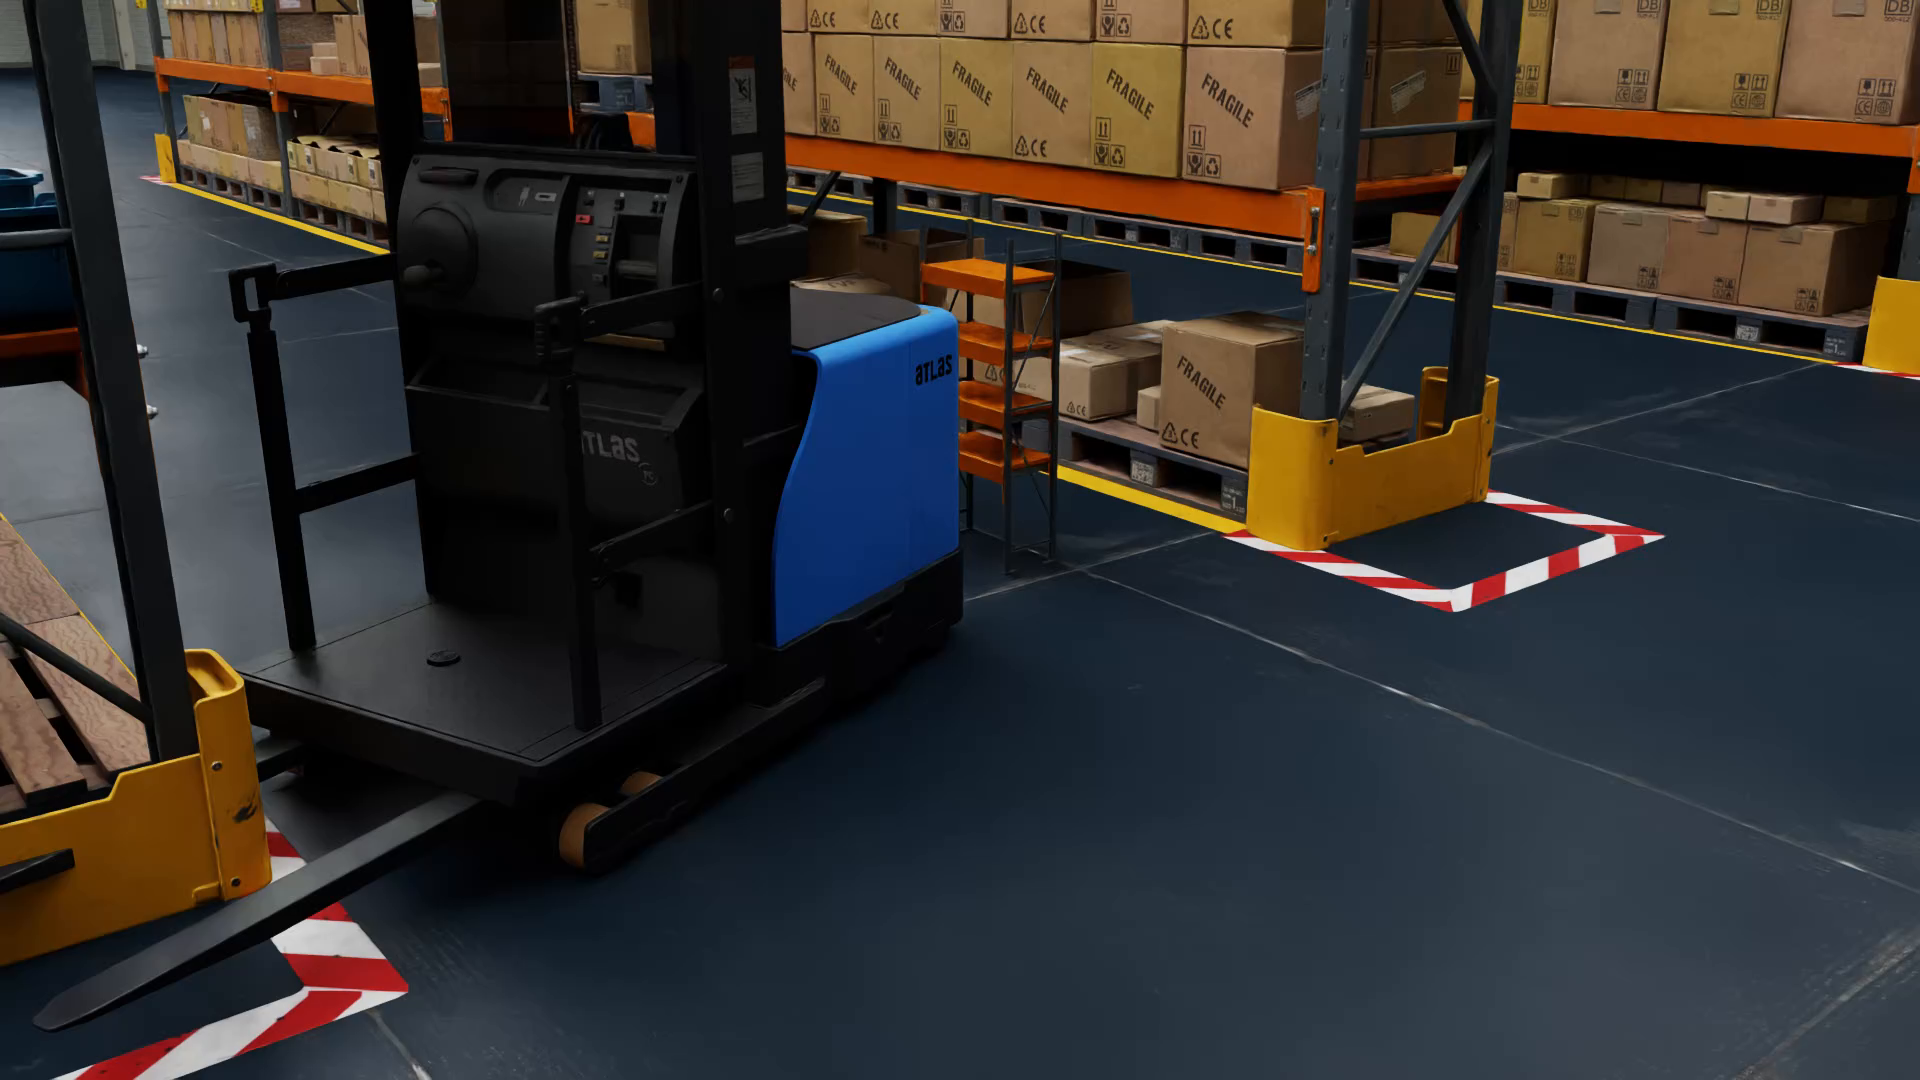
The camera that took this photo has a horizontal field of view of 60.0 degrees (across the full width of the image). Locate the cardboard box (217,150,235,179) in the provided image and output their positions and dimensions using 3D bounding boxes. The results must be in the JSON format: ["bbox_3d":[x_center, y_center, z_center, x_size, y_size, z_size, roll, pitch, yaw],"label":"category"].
[{"bbox_3d":[-7.151,-3.802,16.778,0.500,0.250,0.500,-14,23,-36],"label":"cardboard box"}]

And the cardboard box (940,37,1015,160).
[{"bbox_3d":[0.260,-1.991,7.443,0.500,0.500,0.500,-14,23,-37],"label":"cardboard box"}]

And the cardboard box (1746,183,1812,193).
[{"bbox_3d":[4.982,-2.085,10.163,0.380,0.149,0.250,-14,23,-36],"label":"cardboard box"}]

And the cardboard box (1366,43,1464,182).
[{"bbox_3d":[1.626,-1.719,6.622,0.500,0.500,0.500,-13,23,-35],"label":"cardboard box"}]

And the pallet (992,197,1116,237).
[{"bbox_3d":[1.039,-2.917,14.835,1.003,0.211,1.213,-14,23,-36],"label":"pallet"}]

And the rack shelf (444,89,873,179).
[{"bbox_3d":[-2.030,-2.647,10.730,1.077,0.370,4.000,-14,23,-36],"label":"rack shelf"}]

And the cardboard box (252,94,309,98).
[{"bbox_3d":[-7.041,-4.385,17.348,0.500,0.500,0.500,-14,23,-36],"label":"cardboard box"}]

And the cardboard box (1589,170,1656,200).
[{"bbox_3d":[4.352,-2.335,10.918,0.380,0.149,0.250,-14,23,-37],"label":"cardboard box"}]

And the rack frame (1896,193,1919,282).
[{"bbox_3d":[5.576,-2.478,9.075,1.000,3.000,0.127,-14,23,-36],"label":"rack frame"}]

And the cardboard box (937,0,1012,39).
[{"bbox_3d":[0.244,-2.466,7.289,0.500,0.500,0.500,-13,22,-34],"label":"cardboard box"}]

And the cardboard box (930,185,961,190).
[{"bbox_3d":[0.121,-3.639,15.857,0.700,0.500,0.500,-14,23,-35],"label":"cardboard box"}]

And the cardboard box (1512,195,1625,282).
[{"bbox_3d":[4.102,-2.021,11.002,0.700,0.500,0.500,-13,23,-35],"label":"cardboard box"}]

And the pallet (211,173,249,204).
[{"bbox_3d":[-6.978,-3.649,17.045,1.003,0.211,1.213,-14,23,-36],"label":"pallet"}]

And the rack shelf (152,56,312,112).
[{"bbox_3d":[-6.998,-4.619,16.683,1.077,0.370,4.000,-14,23,-36],"label":"rack shelf"}]

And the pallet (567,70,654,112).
[{"bbox_3d":[-2.061,-2.912,10.691,1.003,0.211,1.213,-14,23,-36],"label":"pallet"}]

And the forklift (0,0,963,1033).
[{"bbox_3d":[-1.164,-0.761,3.998,1.130,2.935,3.031,10,21,28],"label":"forklift"}]

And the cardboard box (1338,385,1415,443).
[{"bbox_3d":[1.704,-0.536,7.045,0.380,0.149,0.250,-14,23,-36],"label":"cardboard box"}]

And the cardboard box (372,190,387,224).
[{"bbox_3d":[-4.423,-2.709,13.477,0.500,0.250,0.500,-13,23,-35],"label":"cardboard box"}]

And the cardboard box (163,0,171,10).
[{"bbox_3d":[-8.164,-5.670,17.522,0.380,0.149,0.250,-14,23,-36],"label":"cardboard box"}]

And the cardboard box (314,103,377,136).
[{"bbox_3d":[-5.798,-3.893,15.860,0.500,0.500,0.500,-14,23,-36],"label":"cardboard box"}]

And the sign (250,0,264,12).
[{"bbox_3d":[-6.190,-4.807,14.605,0.100,0.325,0.005,-14,23,-36],"label":"sign"}]

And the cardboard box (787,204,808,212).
[{"bbox_3d":[-1.238,-1.814,10.347,0.500,0.500,0.500,-14,23,-35],"label":"cardboard box"}]

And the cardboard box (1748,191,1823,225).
[{"bbox_3d":[4.840,-1.948,9.750,0.380,0.149,0.250,-14,23,-37],"label":"cardboard box"}]

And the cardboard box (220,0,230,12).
[{"bbox_3d":[-6.880,-5.161,15.986,0.380,0.149,0.250,-13,22,-35],"label":"cardboard box"}]

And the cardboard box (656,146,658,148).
[{"bbox_3d":[-3.229,-4.924,19.738,0.700,0.500,0.500,-16,24,-39],"label":"cardboard box"}]

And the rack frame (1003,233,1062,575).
[{"bbox_3d":[0.254,-0.469,5.869,0.240,1.200,0.015,-14,23,-36],"label":"rack frame"}]

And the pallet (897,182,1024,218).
[{"bbox_3d":[0.125,-3.319,16.049,1.003,0.211,1.213,-14,23,-36],"label":"pallet"}]

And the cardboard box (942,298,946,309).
[{"bbox_3d":[0.253,-1.159,8.667,0.500,0.311,0.500,-14,23,-36],"label":"cardboard box"}]

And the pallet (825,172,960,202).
[{"bbox_3d":[-0.629,-3.619,16.956,1.003,0.211,1.213,-14,23,-36],"label":"pallet"}]

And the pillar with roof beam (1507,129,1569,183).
[{"bbox_3d":[0.830,-5.468,8.560,9.100,9.000,0.400,-14,23,-36],"label":"pillar with roof beam"}]

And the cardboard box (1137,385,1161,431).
[{"bbox_3d":[0.983,-0.578,7.142,0.380,0.166,0.250,-14,23,-36],"label":"cardboard box"}]

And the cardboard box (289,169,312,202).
[{"bbox_3d":[-5.700,-3.214,15.002,0.500,0.250,0.500,-15,23,-37],"label":"cardboard box"}]

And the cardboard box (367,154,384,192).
[{"bbox_3d":[-4.429,-2.975,13.388,0.500,0.311,0.500,-14,23,-36],"label":"cardboard box"}]

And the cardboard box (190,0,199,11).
[{"bbox_3d":[-7.522,-5.416,16.755,0.380,0.149,0.250,-15,23,-38],"label":"cardboard box"}]

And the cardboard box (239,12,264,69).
[{"bbox_3d":[-6.369,-4.752,15.782,0.700,0.500,0.500,-14,23,-37],"label":"cardboard box"}]

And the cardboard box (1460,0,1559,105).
[{"bbox_3d":[3.865,-3.288,11.044,0.980,0.700,0.700,-15,23,-37],"label":"cardboard box"}]

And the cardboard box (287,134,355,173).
[{"bbox_3d":[-5.694,-3.477,14.906,0.500,0.311,0.500,-14,23,-36],"label":"cardboard box"}]

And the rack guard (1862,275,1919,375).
[{"bbox_3d":[5.591,-1.286,9.450,1.175,0.500,0.348,-14,23,-36],"label":"rack guard"}]

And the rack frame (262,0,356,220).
[{"bbox_3d":[-5.756,-4.467,15.082,1.000,3.000,0.127,-14,23,-36],"label":"rack frame"}]

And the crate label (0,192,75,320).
[{"bbox_3d":[-2.085,-0.619,3.630,0.416,0.233,0.303,-14,23,-36],"label":"crate label"}]

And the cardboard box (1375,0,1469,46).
[{"bbox_3d":[1.626,-2.193,6.465,0.500,0.500,0.500,-13,22,-34],"label":"cardboard box"}]

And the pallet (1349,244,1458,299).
[{"bbox_3d":[3.503,-1.937,11.878,1.003,0.211,1.213,-14,23,-36],"label":"pallet"}]

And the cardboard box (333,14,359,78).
[{"bbox_3d":[-4.965,-4.193,14.093,0.500,0.500,0.500,-12,22,-32],"label":"cardboard box"}]

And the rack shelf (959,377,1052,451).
[{"bbox_3d":[0.103,-0.465,6.072,0.258,0.148,0.480,-14,23,-36],"label":"rack shelf"}]

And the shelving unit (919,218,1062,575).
[{"bbox_3d":[0.103,-0.529,6.051,0.258,1.200,0.503,-14,23,-36],"label":"shelving unit"}]

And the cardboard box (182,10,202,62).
[{"bbox_3d":[-7.630,-5.255,17.300,0.700,0.500,0.500,-13,22,-35],"label":"cardboard box"}]

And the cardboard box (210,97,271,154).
[{"bbox_3d":[-7.151,-4.157,16.659,0.500,0.500,0.500,-14,23,-36],"label":"cardboard box"}]
